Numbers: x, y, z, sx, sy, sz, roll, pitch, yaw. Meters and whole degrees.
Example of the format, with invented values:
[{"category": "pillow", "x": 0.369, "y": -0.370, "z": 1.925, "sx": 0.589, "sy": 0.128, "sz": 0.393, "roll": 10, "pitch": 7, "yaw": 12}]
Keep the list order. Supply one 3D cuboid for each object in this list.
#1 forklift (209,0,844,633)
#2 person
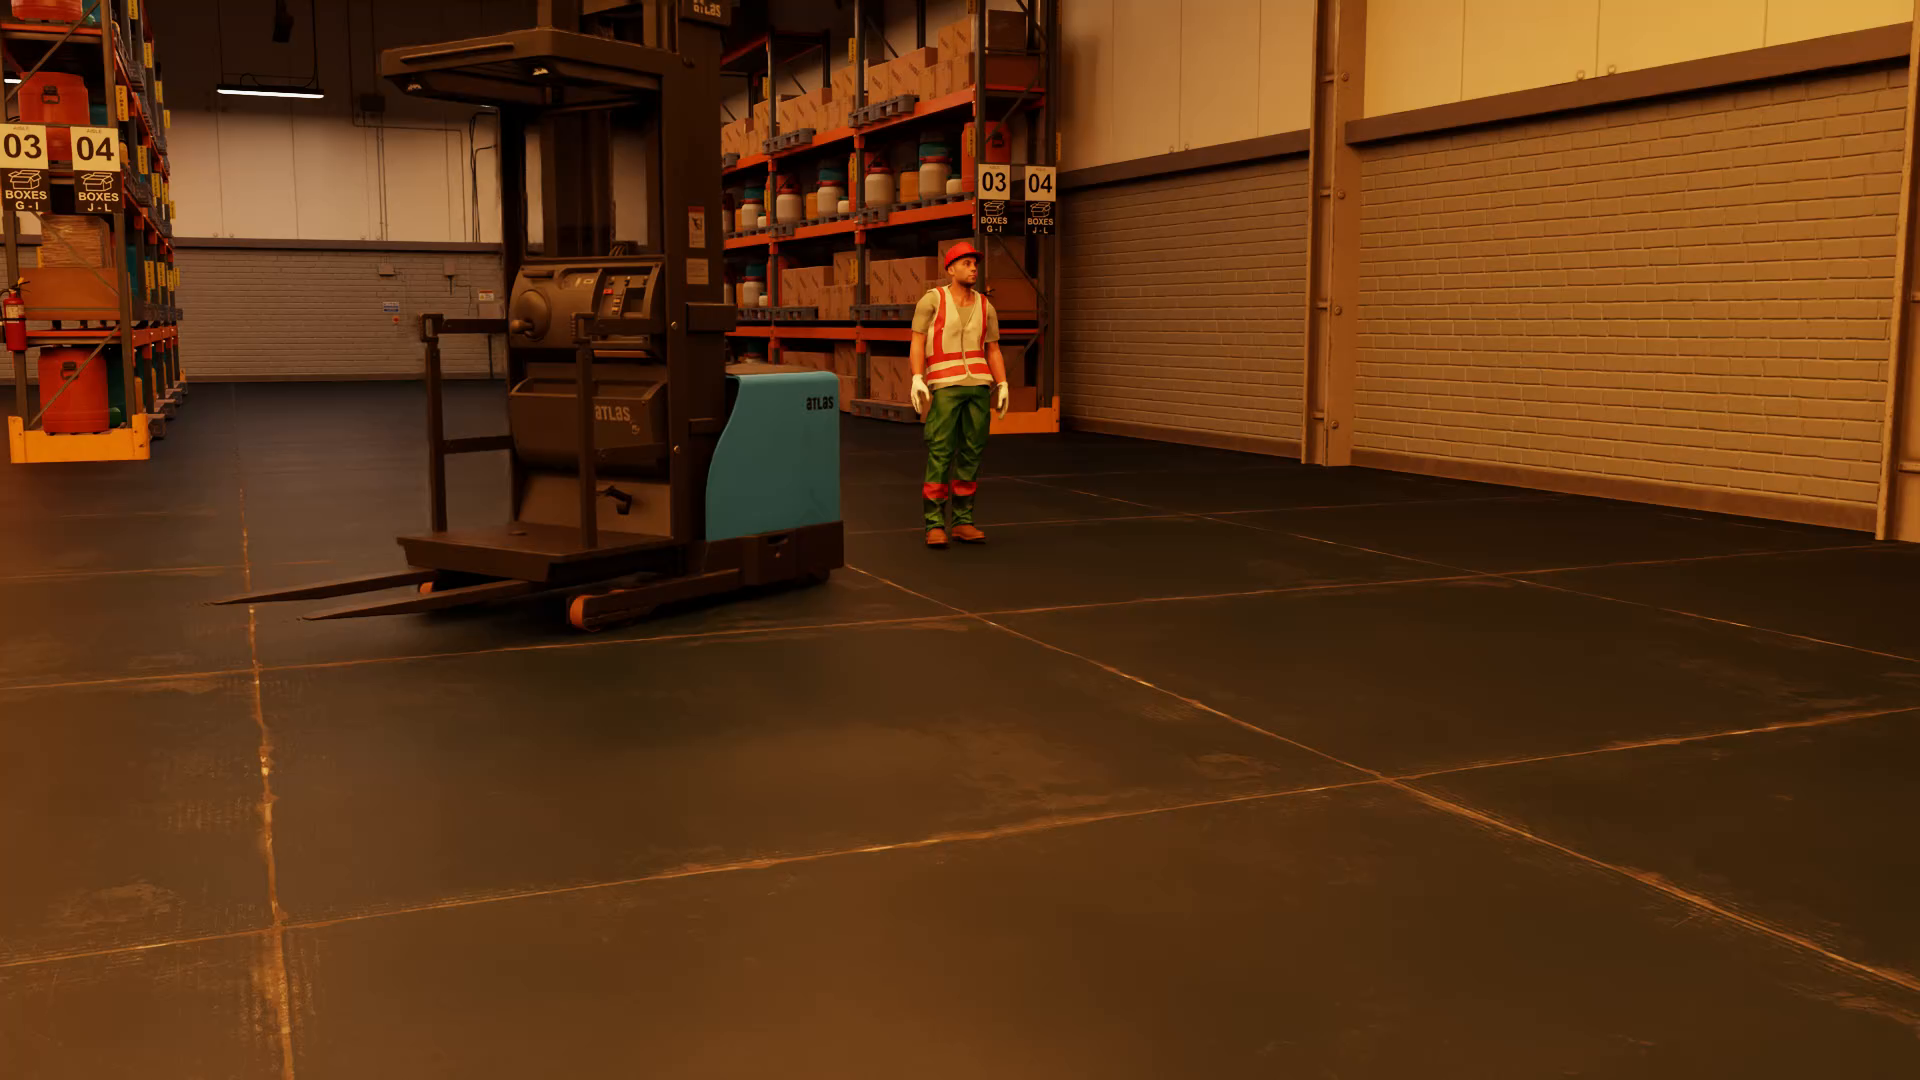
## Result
[{"category": "forklift", "x": -1.846, "y": -1.125, "z": 7.475, "sx": 1.130, "sy": 2.935, "sz": 3.031, "roll": 5, "pitch": 9, "yaw": 34}, {"category": "person", "x": 0.021, "y": -0.884, "z": 9.958, "sx": 0.637, "sy": 1.787, "sz": 0.564, "roll": -3, "pitch": 8, "yaw": -23}]
